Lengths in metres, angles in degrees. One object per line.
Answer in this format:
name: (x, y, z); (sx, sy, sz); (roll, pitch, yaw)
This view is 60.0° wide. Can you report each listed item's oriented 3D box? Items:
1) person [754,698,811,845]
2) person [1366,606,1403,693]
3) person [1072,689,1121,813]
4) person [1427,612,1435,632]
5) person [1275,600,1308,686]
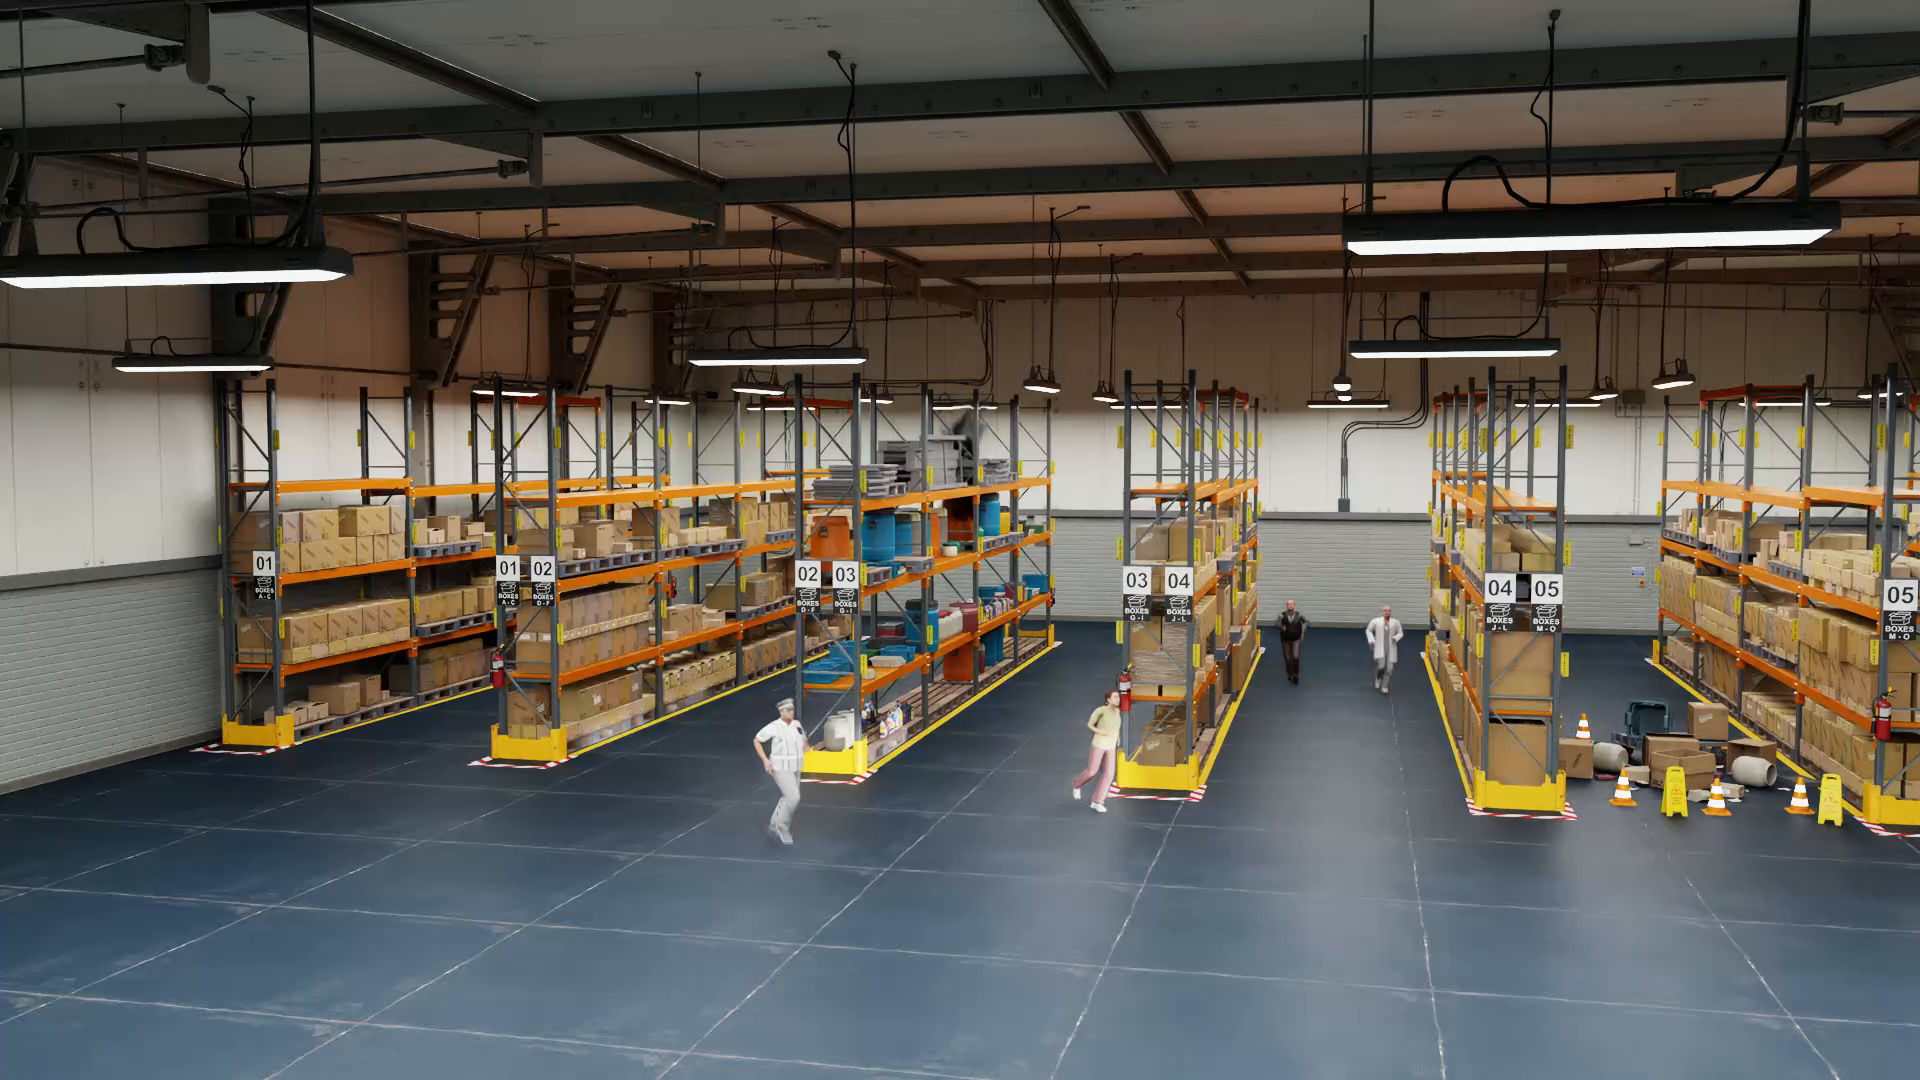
person: (-2.151, 2.882, 20.753); (0.744, 1.828, 0.635); (3, 4, 36)
person: (8.398, 2.162, 32.824); (0.700, 1.729, 0.627); (0, 3, 6)
person: (1.966, 2.832, 22.736); (0.625, 1.622, 0.887); (-2, 4, -26)
person: (11.380, 1.837, 39.439); (0.532, 1.600, 0.641); (0, 3, -1)
person: (6.793, 2.108, 34.127); (0.635, 1.770, 0.756); (1, 4, 17)
